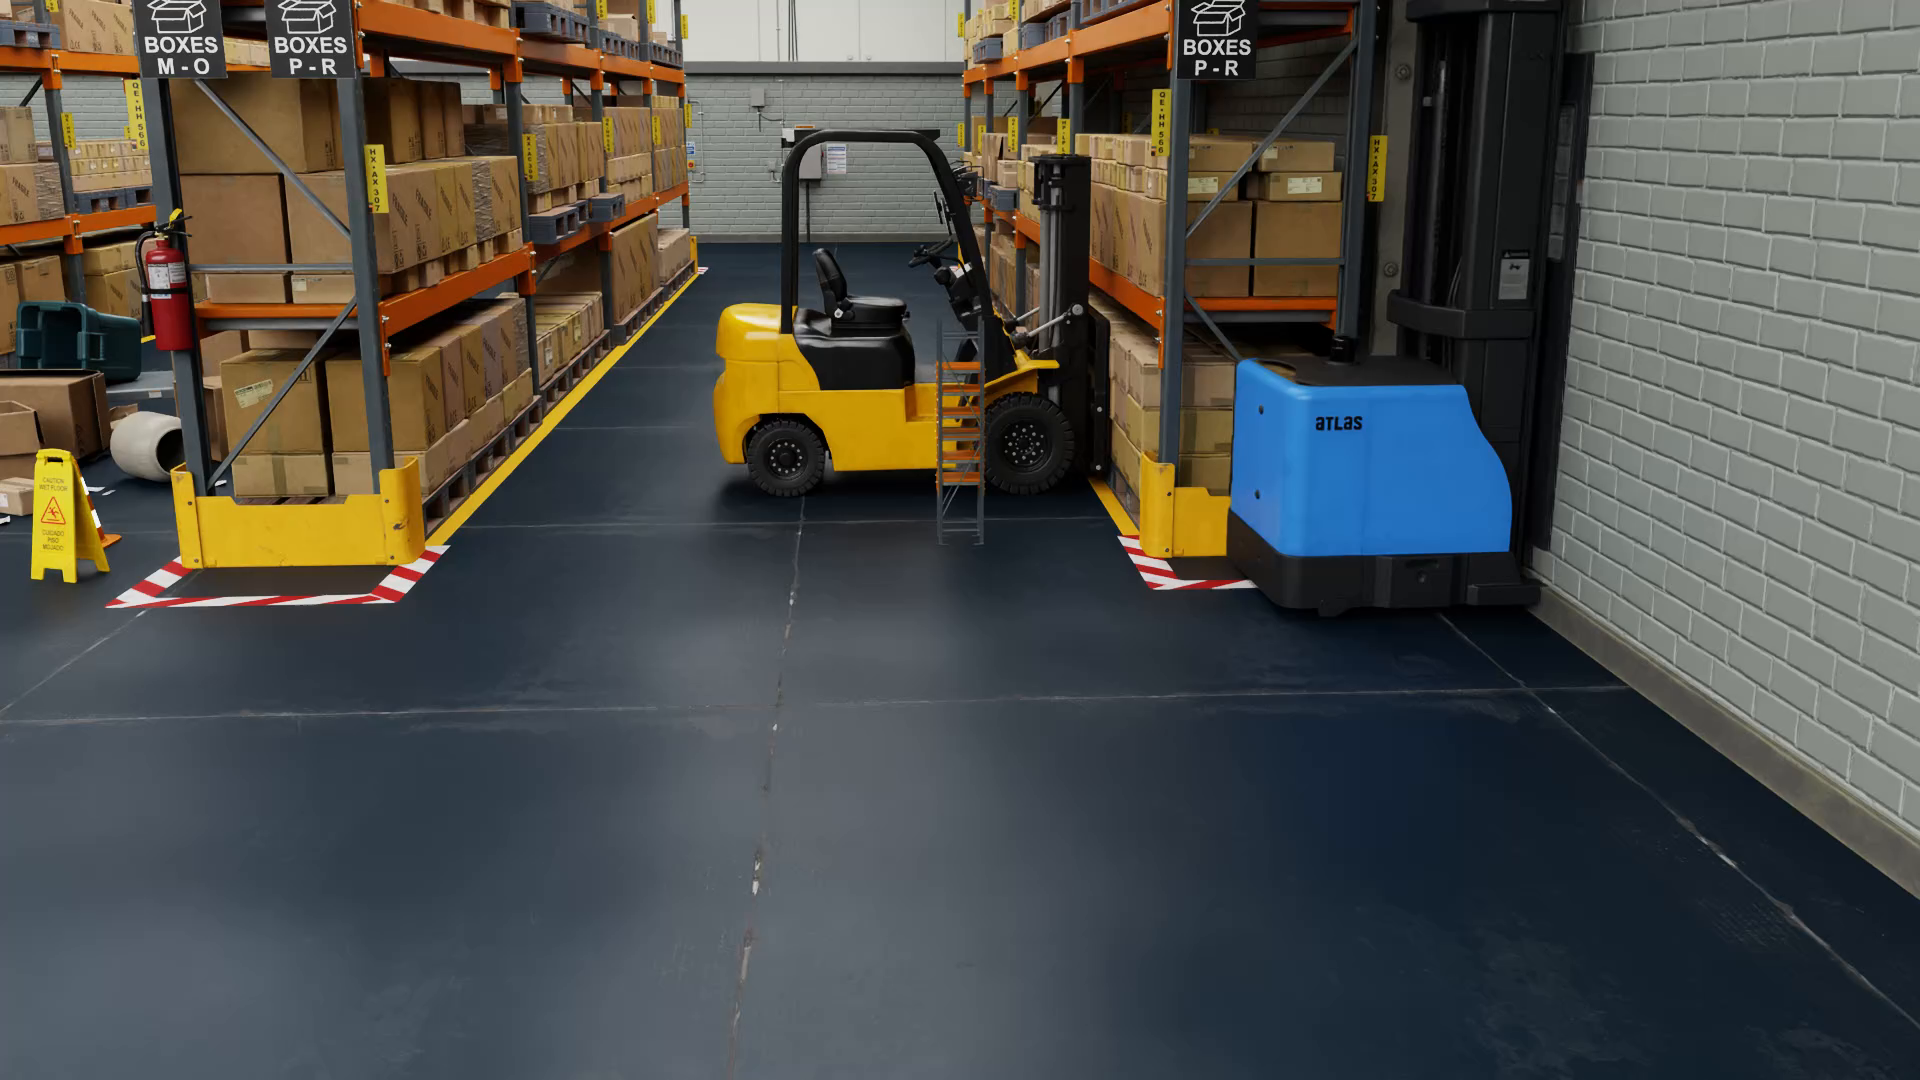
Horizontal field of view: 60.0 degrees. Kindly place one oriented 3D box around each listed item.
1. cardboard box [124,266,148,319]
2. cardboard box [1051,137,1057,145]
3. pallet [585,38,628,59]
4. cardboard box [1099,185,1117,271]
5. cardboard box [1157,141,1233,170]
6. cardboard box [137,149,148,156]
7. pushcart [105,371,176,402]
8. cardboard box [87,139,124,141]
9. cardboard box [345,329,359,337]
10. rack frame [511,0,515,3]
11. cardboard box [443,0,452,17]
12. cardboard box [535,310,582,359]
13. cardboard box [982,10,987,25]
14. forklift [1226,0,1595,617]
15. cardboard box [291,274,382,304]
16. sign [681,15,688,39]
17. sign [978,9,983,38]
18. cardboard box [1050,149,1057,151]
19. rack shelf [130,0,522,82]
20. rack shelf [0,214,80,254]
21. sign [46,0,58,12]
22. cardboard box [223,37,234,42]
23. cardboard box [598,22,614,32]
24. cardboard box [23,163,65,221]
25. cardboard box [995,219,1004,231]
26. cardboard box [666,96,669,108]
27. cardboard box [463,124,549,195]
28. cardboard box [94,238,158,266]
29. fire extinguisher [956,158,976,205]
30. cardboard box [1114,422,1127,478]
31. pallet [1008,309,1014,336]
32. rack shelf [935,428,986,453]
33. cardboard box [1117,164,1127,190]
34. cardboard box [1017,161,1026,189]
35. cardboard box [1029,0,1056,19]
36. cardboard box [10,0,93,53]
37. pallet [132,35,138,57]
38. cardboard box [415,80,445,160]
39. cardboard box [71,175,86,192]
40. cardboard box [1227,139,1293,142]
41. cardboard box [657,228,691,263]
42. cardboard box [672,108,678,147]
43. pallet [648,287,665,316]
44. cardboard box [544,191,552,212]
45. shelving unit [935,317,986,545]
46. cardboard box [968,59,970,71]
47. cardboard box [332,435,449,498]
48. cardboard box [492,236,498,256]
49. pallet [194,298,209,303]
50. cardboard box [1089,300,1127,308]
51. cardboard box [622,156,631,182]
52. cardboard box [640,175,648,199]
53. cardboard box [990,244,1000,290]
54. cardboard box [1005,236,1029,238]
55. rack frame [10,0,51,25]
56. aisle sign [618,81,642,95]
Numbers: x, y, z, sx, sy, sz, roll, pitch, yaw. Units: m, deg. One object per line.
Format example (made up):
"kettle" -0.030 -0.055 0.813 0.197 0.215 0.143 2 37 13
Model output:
"cardboard box" -8.655 -2.526 16.996 0.500 0.500 0.500 -1 14 -3
"cardboard box" 1.181 -3.789 16.691 0.500 0.500 0.500 0 14 -1
"pallet" -4.062 -5.128 17.297 1.003 0.211 1.213 0 14 -1
"cardboard box" 1.163 -1.966 10.446 0.500 0.500 0.500 -1 14 -3
"cardboard box" 1.273 -2.071 8.956 0.380 0.149 0.250 -1 14 -3
"cardboard box" -8.762 -4.105 17.427 0.380 0.149 0.250 -1 14 -4
"pushcart" -5.922 -1.017 12.222 1.648 0.377 0.936 -6 16 -23
"cardboard box" -9.478 -4.355 18.398 0.380 0.149 0.250 -1 14 -3
"cardboard box" -3.828 -1.303 9.938 0.380 0.149 0.250 0 14 -1
"rack frame" -3.650 -5.240 11.333 1.000 3.000 0.127 -1 14 -3
"cardboard box" -3.344 -3.270 10.200 0.380 0.149 0.250 -1 14 -2
"cardboard box" -3.777 -1.748 14.229 0.950 0.372 0.625 0 14 -2
"cardboard box" 0.450 -5.919 18.854 0.380 0.149 0.250 -1 14 -4
"forklift" 2.900 -1.203 7.819 3.031 2.935 1.130 -1 14 -6
"cardboard box" -3.216 -1.306 8.587 0.380 0.149 0.250 -1 14 -3
"sign" -3.851 -7.167 23.225 0.100 0.325 0.005 -1 14 -3
"sign" 0.268 -6.095 19.637 0.100 0.325 0.005 -1 14 -3
"cardboard box" 0.953 -3.174 13.839 0.380 0.149 0.250 -1 14 -3
"rack shelf" -3.526 -2.942 9.864 1.077 0.370 4.000 -1 14 -3
"rack shelf" -8.708 -2.382 13.709 1.077 0.370 4.000 -1 14 -3
"sign" -8.277 -4.976 15.130 0.100 0.325 0.005 -1 14 -3
"cardboard box" -8.870 -5.968 19.481 0.500 0.250 0.500 0 14 -2
"cardboard box" -3.878 -5.399 17.598 0.380 0.166 0.250 0 14 1
"cardboard box" -8.536 -3.169 15.121 0.500 0.500 0.500 -1 14 -3
"cardboard box" 0.626 -3.761 19.897 0.380 0.149 0.250 -1 14 -4
"cardboard box" -4.037 -5.763 21.897 0.380 0.149 0.250 -1 14 -2
"cardboard box" -3.392 -2.852 12.449 0.500 0.500 0.500 -1 14 -2
"cardboard box" -8.682 -3.009 17.369 0.500 0.250 0.500 -1 14 -3
"fire extinguisher" 0.090 -5.208 24.152 0.296 0.674 0.183 -1 14 -3
"cardboard box" 1.186 -0.525 9.723 0.500 0.250 0.500 -1 14 -3
"pallet" 1.048 -2.243 17.320 1.003 0.211 1.213 -1 14 -3
"rack shelf" 0.001 -0.534 8.874 0.258 0.103 0.180 -1 14 -3
"cardboard box" 1.147 -2.181 9.979 0.380 0.149 0.250 -1 14 -3
"cardboard box" 0.815 -3.462 15.760 0.500 0.250 0.500 -1 14 -3
"cardboard box" 0.989 -4.852 14.601 0.700 0.500 0.500 -1 14 -5
"cardboard box" -8.601 -4.875 15.734 0.500 0.500 0.500 -1 14 -3
"pallet" -9.080 -5.171 17.463 1.213 0.211 1.003 -1 14 -3
"cardboard box" -3.829 -2.771 10.973 0.700 0.500 0.500 -1 14 -3
"cardboard box" -8.658 -3.424 15.976 0.380 0.149 0.250 -1 14 -4
"cardboard box" 1.731 -2.204 9.472 0.380 0.149 0.250 -1 14 -3
"cardboard box" -4.252 -4.119 23.315 0.875 0.438 0.875 -1 14 -5
"cardboard box" -4.036 -5.483 22.110 0.500 0.500 0.500 -1 14 -4
"pallet" -4.022 -2.783 19.420 1.003 0.211 1.213 -1 14 -3
"cardboard box" -3.375 -2.621 12.855 0.380 0.149 0.250 -1 14 -2
"shelving unit" 0.001 -0.577 8.863 0.258 1.200 0.189 -1 14 -3
"cardboard box" 0.303 -6.452 22.569 0.380 0.149 0.250 -1 14 -2
"cardboard box" -3.176 -0.417 9.301 0.500 0.250 0.500 -1 14 -4
"cardboard box" -3.365 -2.010 11.322 0.380 0.149 0.250 -1 14 -3
"pallet" -9.030 -2.679 19.014 1.003 0.211 1.213 -1 14 -3
"cardboard box" 1.043 -1.516 11.567 0.500 0.250 0.500 -1 14 -3
"cardboard box" -3.732 -3.882 17.390 0.500 0.250 0.500 -1 14 -4
"cardboard box" -3.835 -4.017 18.921 0.500 0.250 0.500 -1 14 -4
"cardboard box" 0.614 -3.271 19.893 0.500 0.500 0.500 0 14 -1
"cardboard box" 0.718 -3.416 19.156 0.380 0.149 0.250 -1 14 -4
"rack frame" -8.832 -6.133 14.805 1.000 3.000 0.127 -1 14 -3
"aisle sign" -4.687 -6.592 23.408 0.394 0.787 0.004 -1 14 -3
